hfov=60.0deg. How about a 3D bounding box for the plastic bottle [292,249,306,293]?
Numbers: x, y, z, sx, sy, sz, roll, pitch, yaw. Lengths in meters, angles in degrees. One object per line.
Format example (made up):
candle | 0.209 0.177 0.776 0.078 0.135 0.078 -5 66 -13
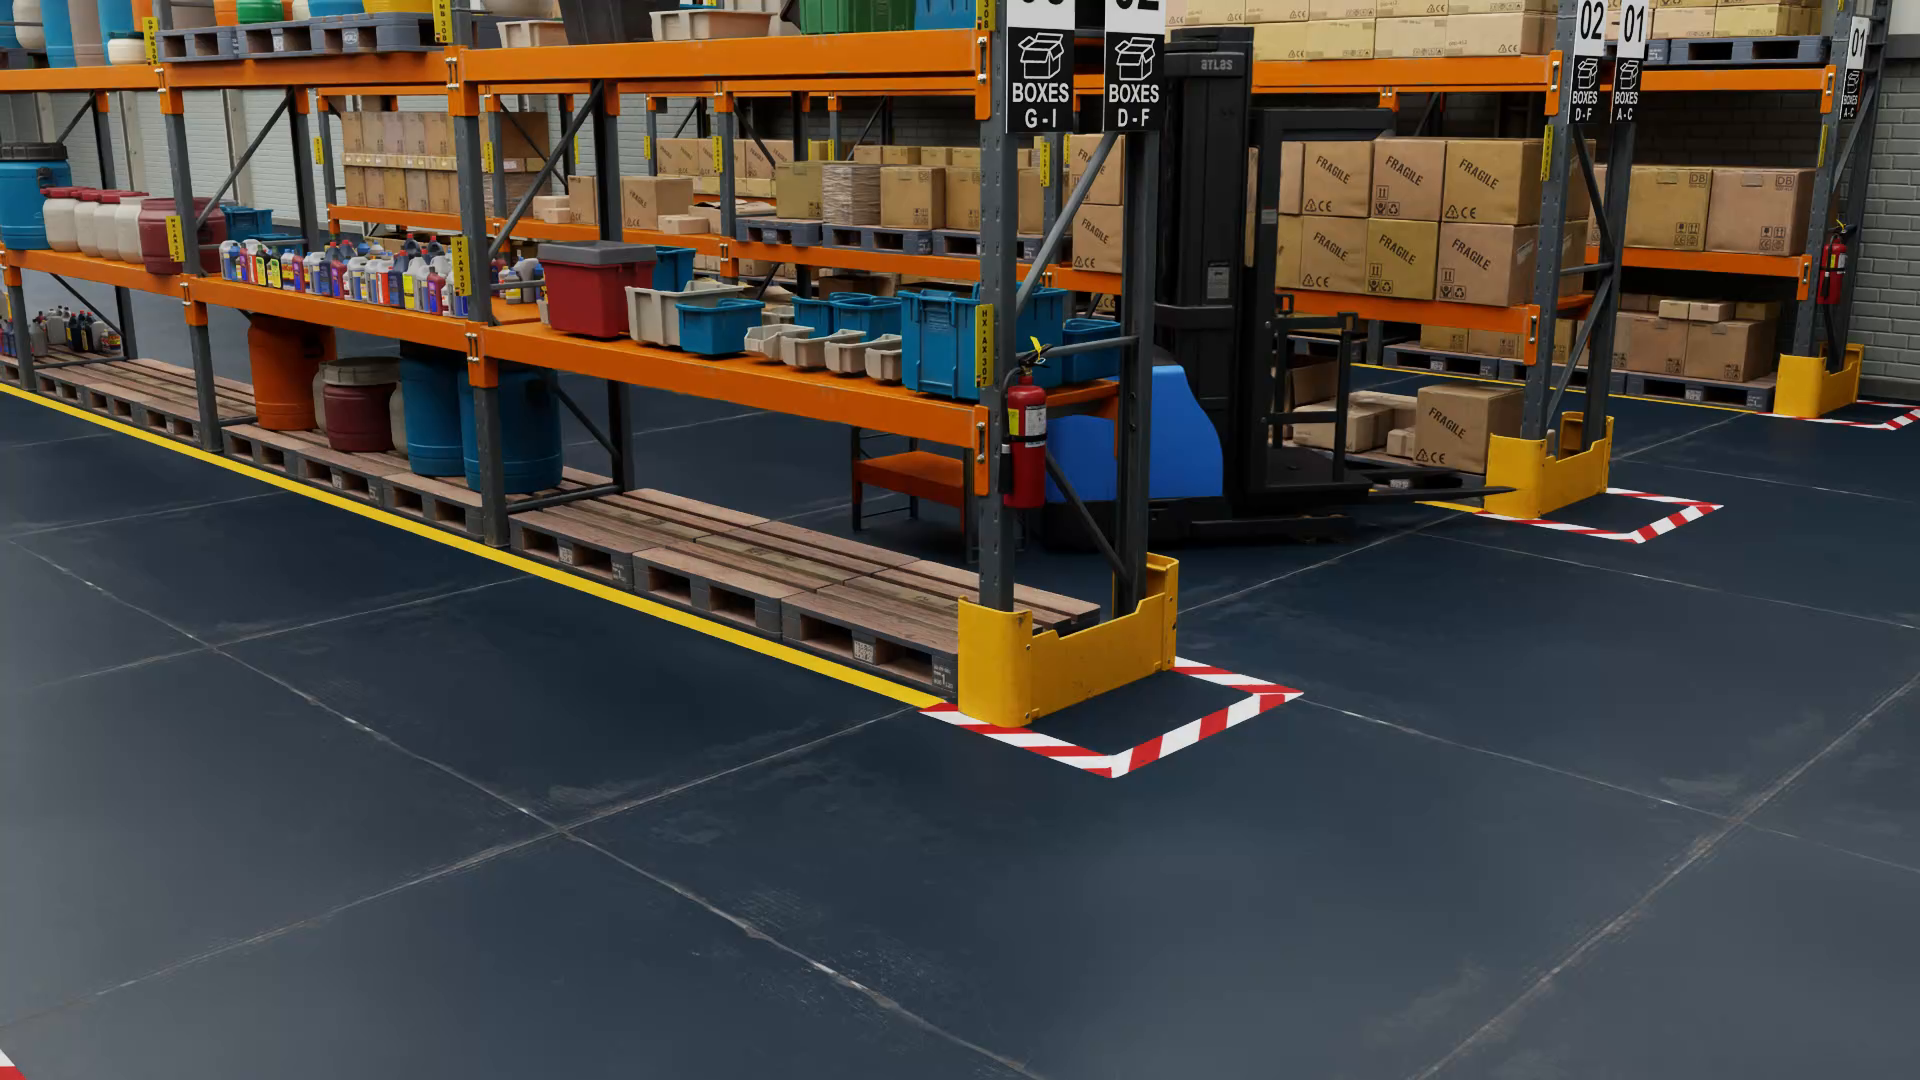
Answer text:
plastic bottle | -4.404 -1.797 11.111 0.133 0.283 0.061 14 20 42

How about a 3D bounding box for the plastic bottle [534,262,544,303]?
plastic bottle | -2.641 -1.635 10.513 0.097 0.271 0.097 0 15 0

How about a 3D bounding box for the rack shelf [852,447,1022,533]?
rack shelf | -0.122 -0.309 9.855 0.538 0.278 1.000 -13 19 -40

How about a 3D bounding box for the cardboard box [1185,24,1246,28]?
cardboard box | 1.924 -3.470 11.648 0.500 0.250 0.500 14 20 42

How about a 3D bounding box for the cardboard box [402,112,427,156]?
cardboard box | -6.137 -4.813 19.684 0.500 0.500 0.700 14 20 42

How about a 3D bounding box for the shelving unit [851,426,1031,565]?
shelving unit | -0.122 -0.545 9.793 0.538 1.125 1.048 -13 19 -40

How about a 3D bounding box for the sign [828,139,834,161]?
sign | -1.665 -5.016 21.516 0.005 0.325 0.100 14 20 42

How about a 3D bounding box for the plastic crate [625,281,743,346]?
plastic crate | -1.440 -1.169 8.587 0.530 0.282 0.437 14 20 42

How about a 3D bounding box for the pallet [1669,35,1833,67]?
pallet | 6.803 -4.133 14.072 1.213 0.211 1.003 14 20 42

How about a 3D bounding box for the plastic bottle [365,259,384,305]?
plastic bottle | -3.642 -1.624 10.463 0.135 0.276 0.152 14 20 42

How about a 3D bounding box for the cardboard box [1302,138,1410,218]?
cardboard box | 2.657 -2.435 11.147 0.500 0.500 0.500 -14 20 -43

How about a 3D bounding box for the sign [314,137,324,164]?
sign | -7.999 -4.854 20.740 0.005 0.325 0.100 14 20 42

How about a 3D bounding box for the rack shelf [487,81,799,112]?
rack shelf | -3.290 -4.550 16.924 4.000 0.370 1.077 14 20 42

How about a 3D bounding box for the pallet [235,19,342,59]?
pallet | -3.862 -3.176 10.597 1.213 0.211 1.003 14 20 42

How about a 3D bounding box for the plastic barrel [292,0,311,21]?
plastic barrel | -4.417 -3.625 11.388 0.301 0.262 0.301 0 15 0

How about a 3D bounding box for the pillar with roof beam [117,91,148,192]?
pillar with roof beam | -23.334 -11.753 37.192 0.400 9.000 9.100 14 20 42

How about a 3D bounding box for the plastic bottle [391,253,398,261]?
plastic bottle | -3.977 -1.926 11.768 0.097 0.201 0.097 0 15 0

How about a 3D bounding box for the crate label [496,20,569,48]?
crate label | -2.260 -2.684 8.859 0.466 0.136 0.293 14 20 42

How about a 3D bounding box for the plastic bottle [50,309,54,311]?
plastic bottle | -9.327 -2.238 17.087 0.061 0.283 0.133 -14 20 -43

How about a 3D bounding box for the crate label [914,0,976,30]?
crate label | 0.028 -2.398 7.532 0.502 0.251 0.408 14 20 42

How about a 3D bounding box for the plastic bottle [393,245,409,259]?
plastic bottle | -3.848 -1.890 11.468 0.133 0.283 0.061 14 20 42

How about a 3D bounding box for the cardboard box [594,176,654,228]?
cardboard box | -3.448 -3.528 17.325 0.500 0.500 0.500 14 20 42

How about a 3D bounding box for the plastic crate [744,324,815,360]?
plastic crate | -0.887 -0.956 8.055 0.250 0.136 0.298 14 20 42

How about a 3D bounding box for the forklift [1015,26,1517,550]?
forklift | 1.882 -1.524 9.970 3.031 2.935 1.130 -3 15 -10

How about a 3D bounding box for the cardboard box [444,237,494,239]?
cardboard box | -5.928 -3.432 20.290 0.500 0.500 0.500 14 20 42

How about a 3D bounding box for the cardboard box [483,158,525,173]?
cardboard box | -5.074 -4.168 18.494 0.250 0.149 0.380 14 20 42

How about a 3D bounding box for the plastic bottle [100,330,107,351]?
plastic bottle | -8.242 -1.928 16.060 0.097 0.201 0.097 0 15 0

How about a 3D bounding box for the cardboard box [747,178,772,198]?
cardboard box | -2.571 -4.836 22.799 0.500 0.250 0.500 14 20 42

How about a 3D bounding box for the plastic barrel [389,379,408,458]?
plastic barrel | -3.645 -0.835 11.289 0.421 0.512 0.421 0 15 0

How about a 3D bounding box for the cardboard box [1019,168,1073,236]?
cardboard box | 0.844 -2.772 13.590 0.500 0.500 0.700 7 16 24

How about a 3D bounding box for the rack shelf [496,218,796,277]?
rack shelf | -3.290 -3.099 17.302 4.000 0.370 1.077 14 20 42

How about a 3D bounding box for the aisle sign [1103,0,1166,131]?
aisle sign | 0.726 -2.098 6.878 0.004 0.787 0.394 14 20 42

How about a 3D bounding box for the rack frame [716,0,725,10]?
rack frame | -1.850 -6.000 15.112 0.127 3.000 1.000 14 20 42

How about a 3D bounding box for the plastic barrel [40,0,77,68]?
plastic barrel | -7.654 -4.543 14.475 0.708 0.901 0.600 14 20 42

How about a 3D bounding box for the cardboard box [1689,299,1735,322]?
cardboard box | 6.552 -1.998 14.488 0.250 0.149 0.380 13 20 42

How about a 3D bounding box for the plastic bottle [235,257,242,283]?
plastic bottle | -5.069 -1.926 11.767 0.097 0.201 0.097 0 15 0

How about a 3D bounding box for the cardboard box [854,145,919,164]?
cardboard box | -0.951 -4.863 21.575 0.500 0.500 0.700 14 20 42

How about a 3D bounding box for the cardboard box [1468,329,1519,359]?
cardboard box | 5.292 -2.052 15.984 0.500 0.500 0.700 13 20 42

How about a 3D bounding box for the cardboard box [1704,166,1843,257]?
cardboard box | 6.970 -2.829 14.246 0.980 0.700 0.700 -13 20 -42

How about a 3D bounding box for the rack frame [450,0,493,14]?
rack frame | -2.411 -4.401 8.977 0.127 3.000 1.000 14 20 42

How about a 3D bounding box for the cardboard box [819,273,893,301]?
cardboard box | -0.971 -2.333 15.534 0.500 0.250 0.500 -14 20 -42

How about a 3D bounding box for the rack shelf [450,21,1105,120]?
rack shelf | -0.972 -2.252 8.103 4.000 0.370 1.077 14 20 42

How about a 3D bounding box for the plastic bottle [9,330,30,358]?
plastic bottle | -8.834 -1.890 15.617 0.185 0.351 0.144 13 19 41

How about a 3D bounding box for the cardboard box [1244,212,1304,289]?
cardboard box | 2.304 -2.041 11.617 0.500 0.500 0.500 13 20 41

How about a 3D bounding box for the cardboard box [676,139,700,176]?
cardboard box | -3.690 -5.470 23.748 0.500 0.500 0.500 14 20 42

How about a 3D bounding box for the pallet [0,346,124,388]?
pallet | -8.625 -1.674 15.939 1.213 0.211 1.003 14 20 42

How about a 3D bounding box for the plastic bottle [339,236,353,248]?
plastic bottle | -4.538 -2.108 12.305 0.133 0.283 0.061 14 20 42

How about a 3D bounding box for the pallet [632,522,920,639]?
pallet | -0.973 0.186 8.799 1.213 0.211 1.003 14 20 42

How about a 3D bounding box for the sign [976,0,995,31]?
sign | 0.098 -2.096 6.288 0.005 0.325 0.100 14 20 42

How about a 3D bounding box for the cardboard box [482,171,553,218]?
cardboard box | -5.053 -3.922 18.836 0.500 0.500 0.700 13 19 41

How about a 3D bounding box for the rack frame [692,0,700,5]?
rack frame | -4.174 -8.300 23.939 0.127 3.000 1.000 14 20 42

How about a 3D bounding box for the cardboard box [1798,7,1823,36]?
cardboard box | 6.989 -4.399 14.185 0.500 0.250 0.500 -13 20 -41

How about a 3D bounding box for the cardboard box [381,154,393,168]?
cardboard box | -6.732 -4.571 20.041 0.250 0.149 0.380 13 19 40

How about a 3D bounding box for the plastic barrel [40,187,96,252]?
plastic barrel | -7.634 -2.757 14.294 0.433 0.535 0.433 0 15 0

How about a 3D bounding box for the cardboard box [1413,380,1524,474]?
cardboard box | 3.346 -0.750 10.948 0.500 0.500 0.500 14 20 42

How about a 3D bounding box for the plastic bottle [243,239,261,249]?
plastic bottle | -5.098 -2.032 12.026 0.135 0.276 0.152 14 20 42
